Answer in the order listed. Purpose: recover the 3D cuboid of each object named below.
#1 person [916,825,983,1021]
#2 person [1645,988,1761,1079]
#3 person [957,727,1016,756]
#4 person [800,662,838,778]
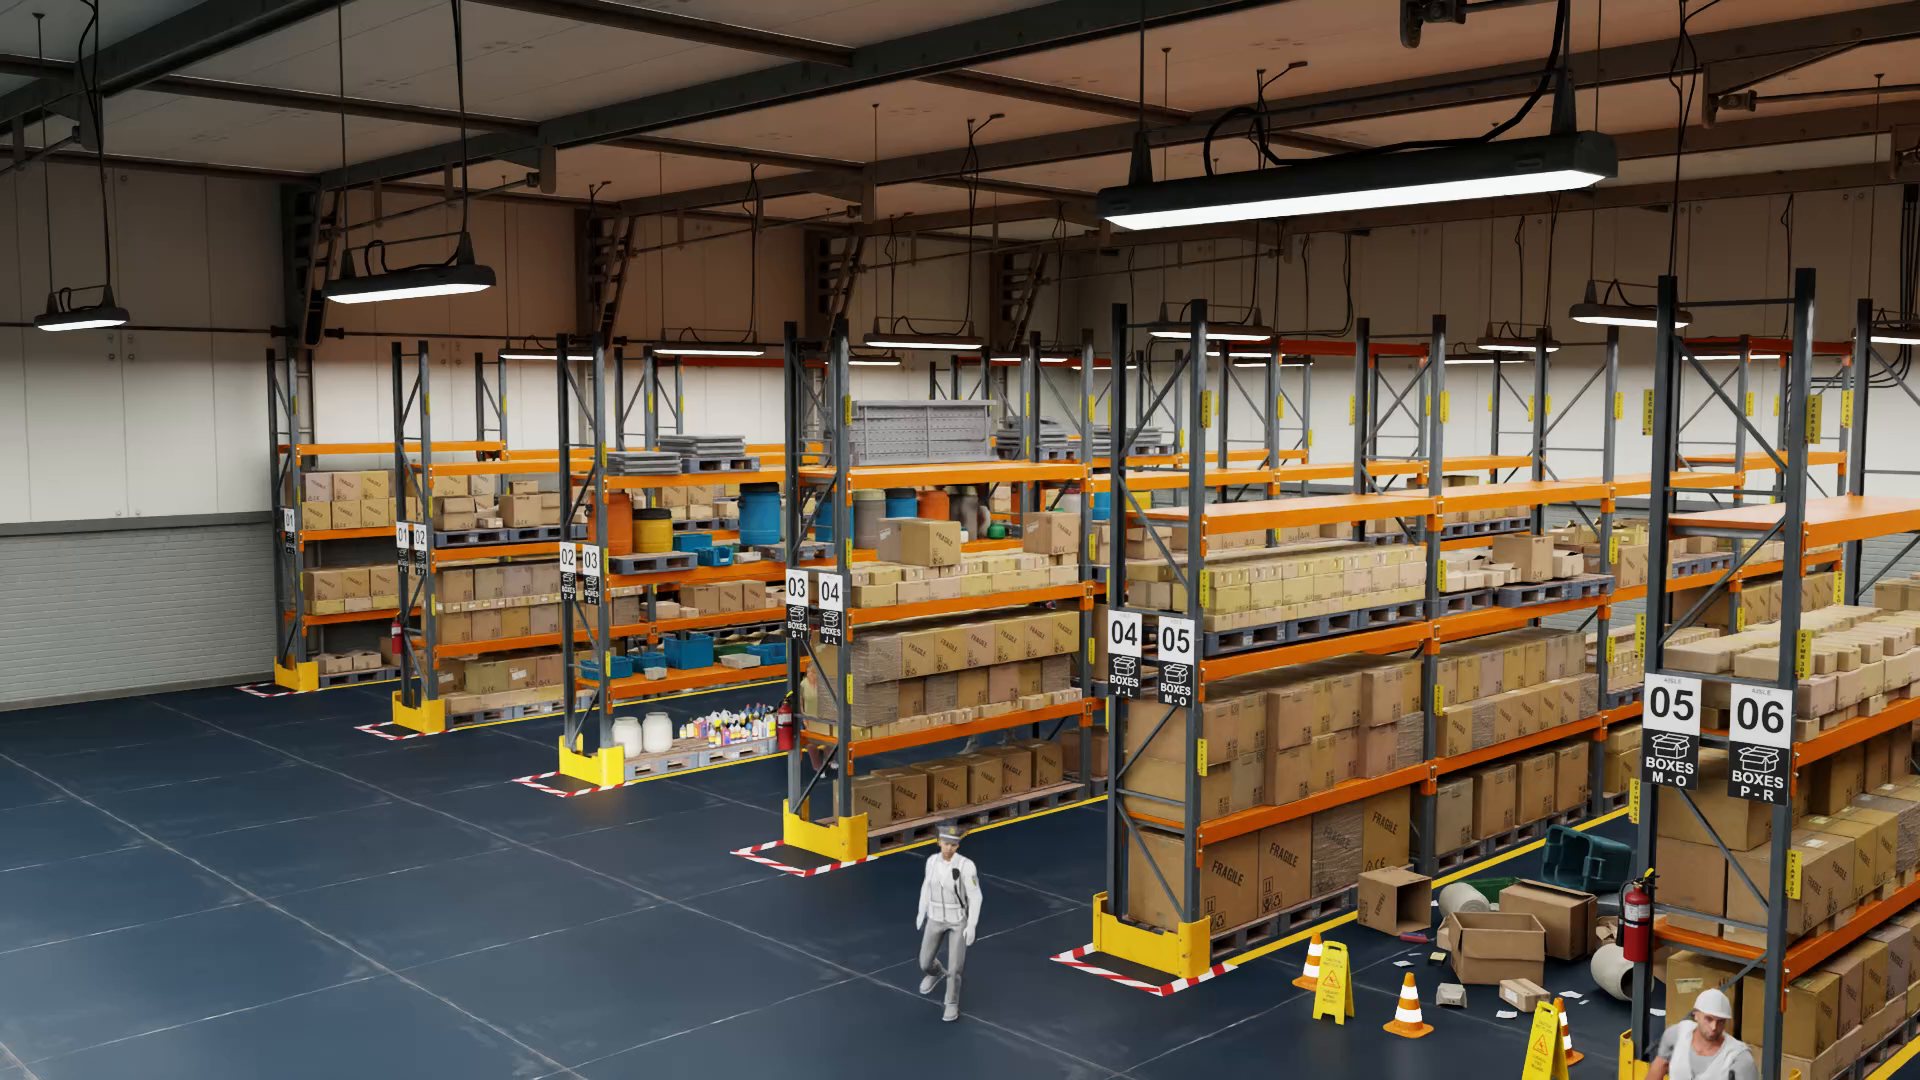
[{"bbox_3d":[-0.091,3.148,13.845,0.642,1.649,0.654,1,5,16],"label":"person"},{"bbox_3d":[4.414,3.445,9.918,0.773,1.732,0.778,4,7,40],"label":"person"},{"bbox_3d":[0.348,2.115,22.834,1.040,1.661,0.714,-3,6,-28],"label":"person"},{"bbox_3d":[-1.946,2.419,22.652,0.570,1.613,0.734,0,5,-4],"label":"person"}]
